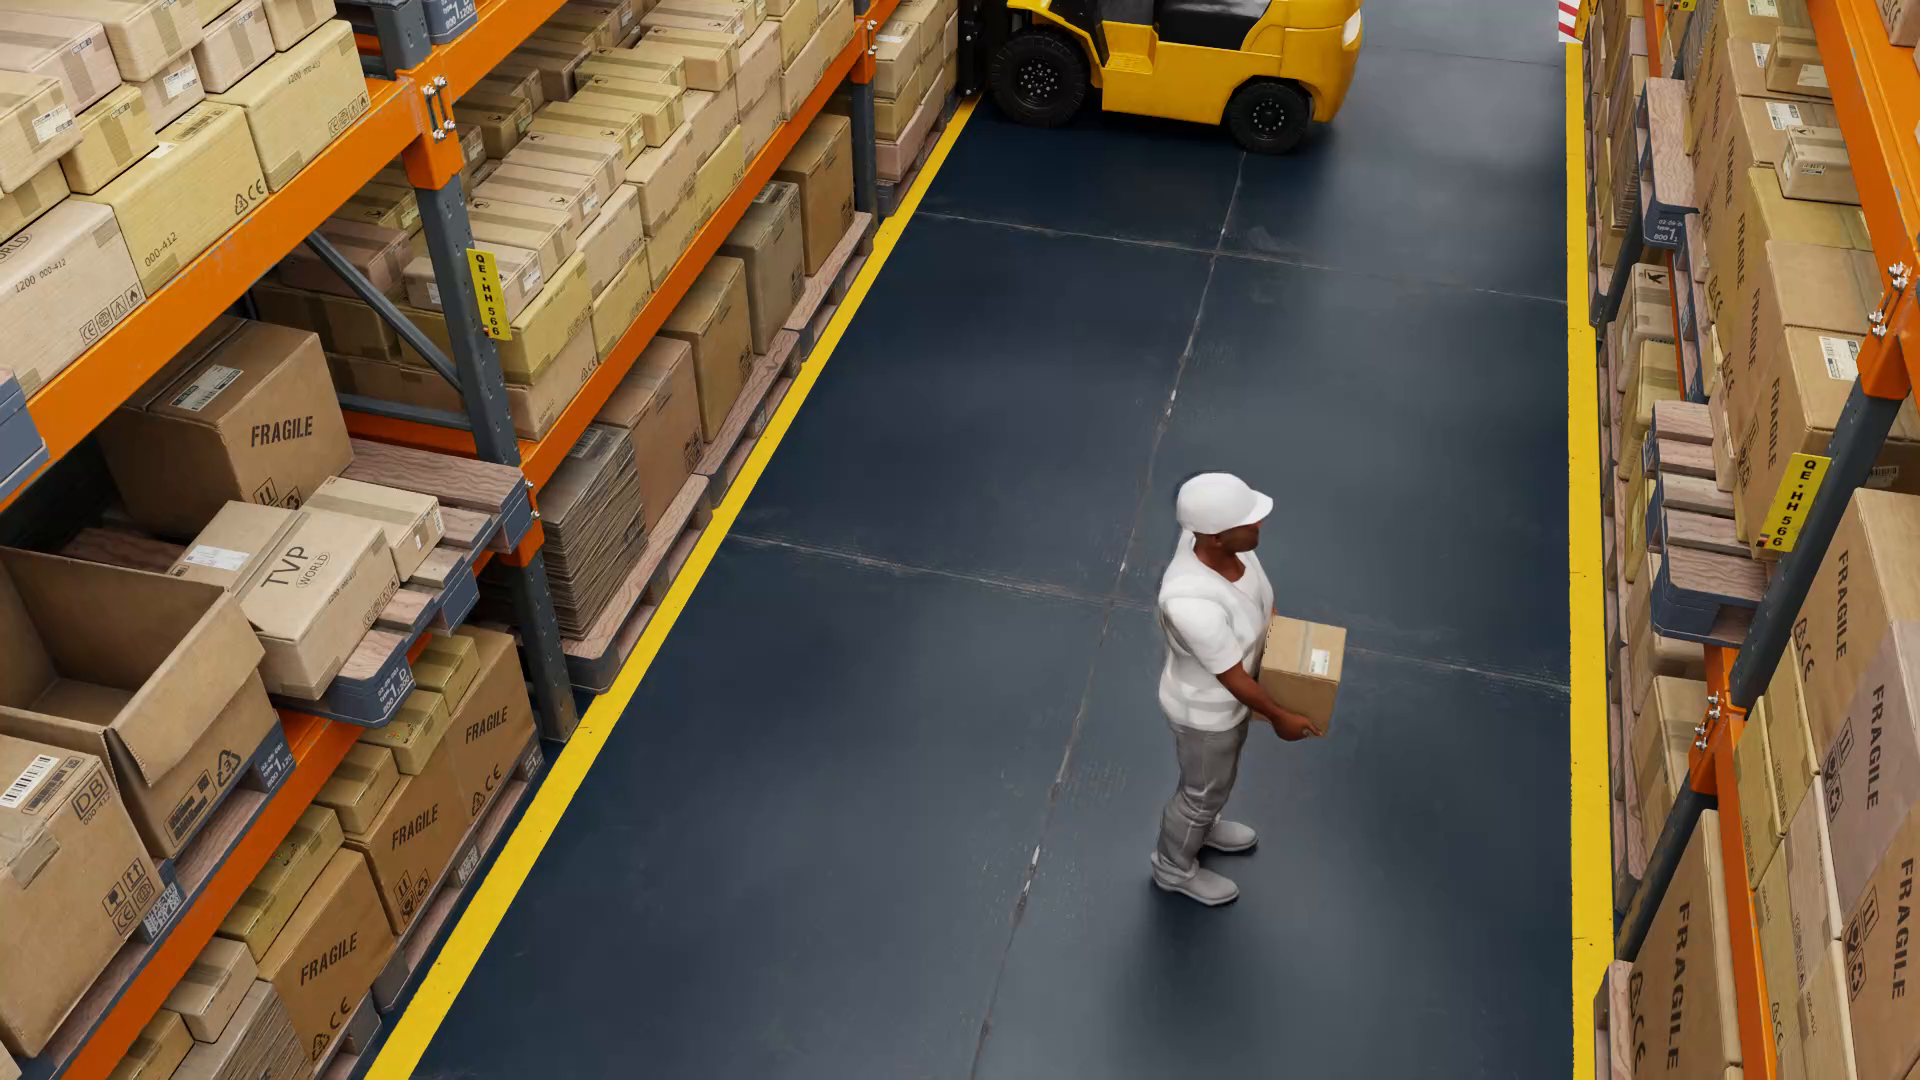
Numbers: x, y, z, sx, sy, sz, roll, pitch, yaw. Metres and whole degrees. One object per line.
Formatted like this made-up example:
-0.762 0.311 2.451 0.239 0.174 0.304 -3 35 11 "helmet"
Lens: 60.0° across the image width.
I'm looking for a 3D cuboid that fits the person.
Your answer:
0.932 0.516 5.542 0.575 1.767 0.510 11 42 13 "person"
